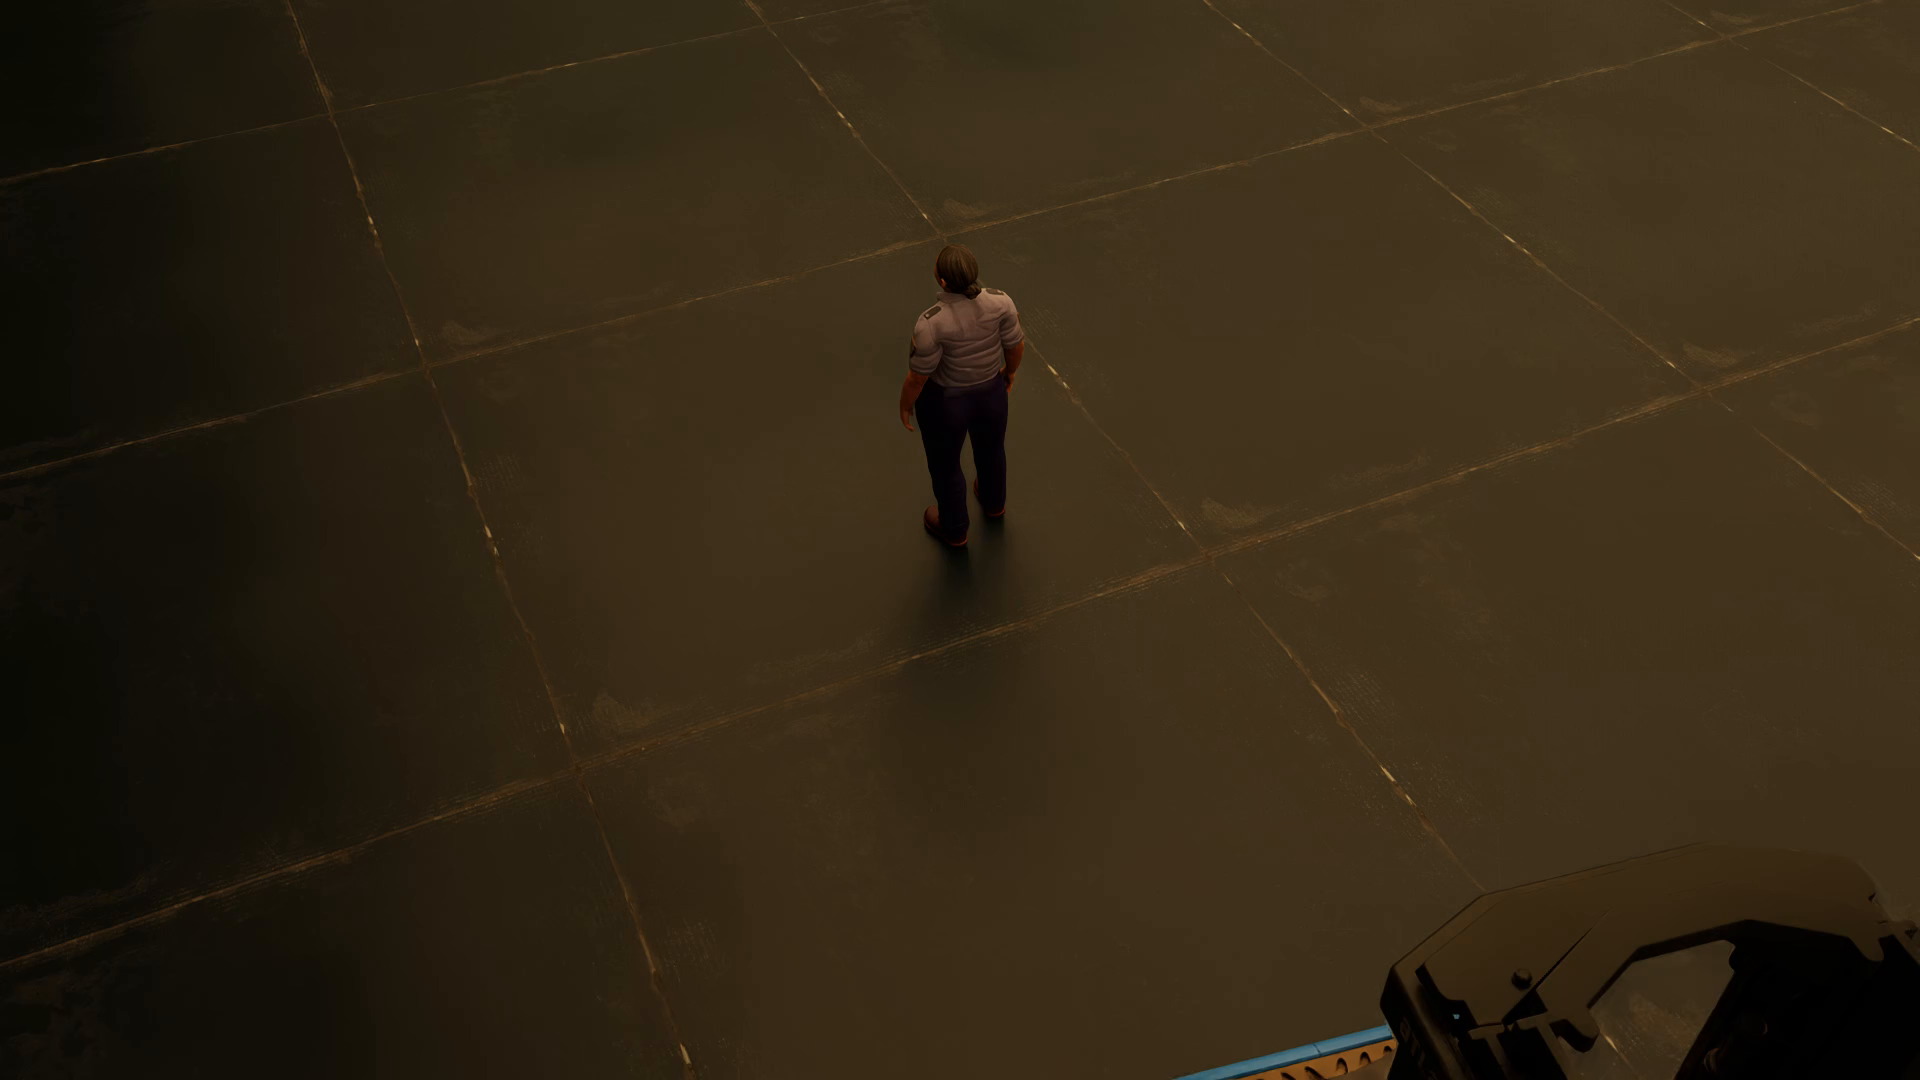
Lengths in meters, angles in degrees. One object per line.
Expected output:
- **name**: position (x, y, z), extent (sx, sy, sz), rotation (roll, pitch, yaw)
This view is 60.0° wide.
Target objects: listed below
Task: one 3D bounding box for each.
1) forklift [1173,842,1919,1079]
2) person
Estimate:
- **forklift**: position (1.394, 2.119, 3.409), extent (1.130, 2.935, 3.031), rotation (-10, 44, -11)
- **person**: position (-0.017, -0.670, 7.328), extent (0.598, 1.651, 0.502), rotation (-18, 46, -18)
